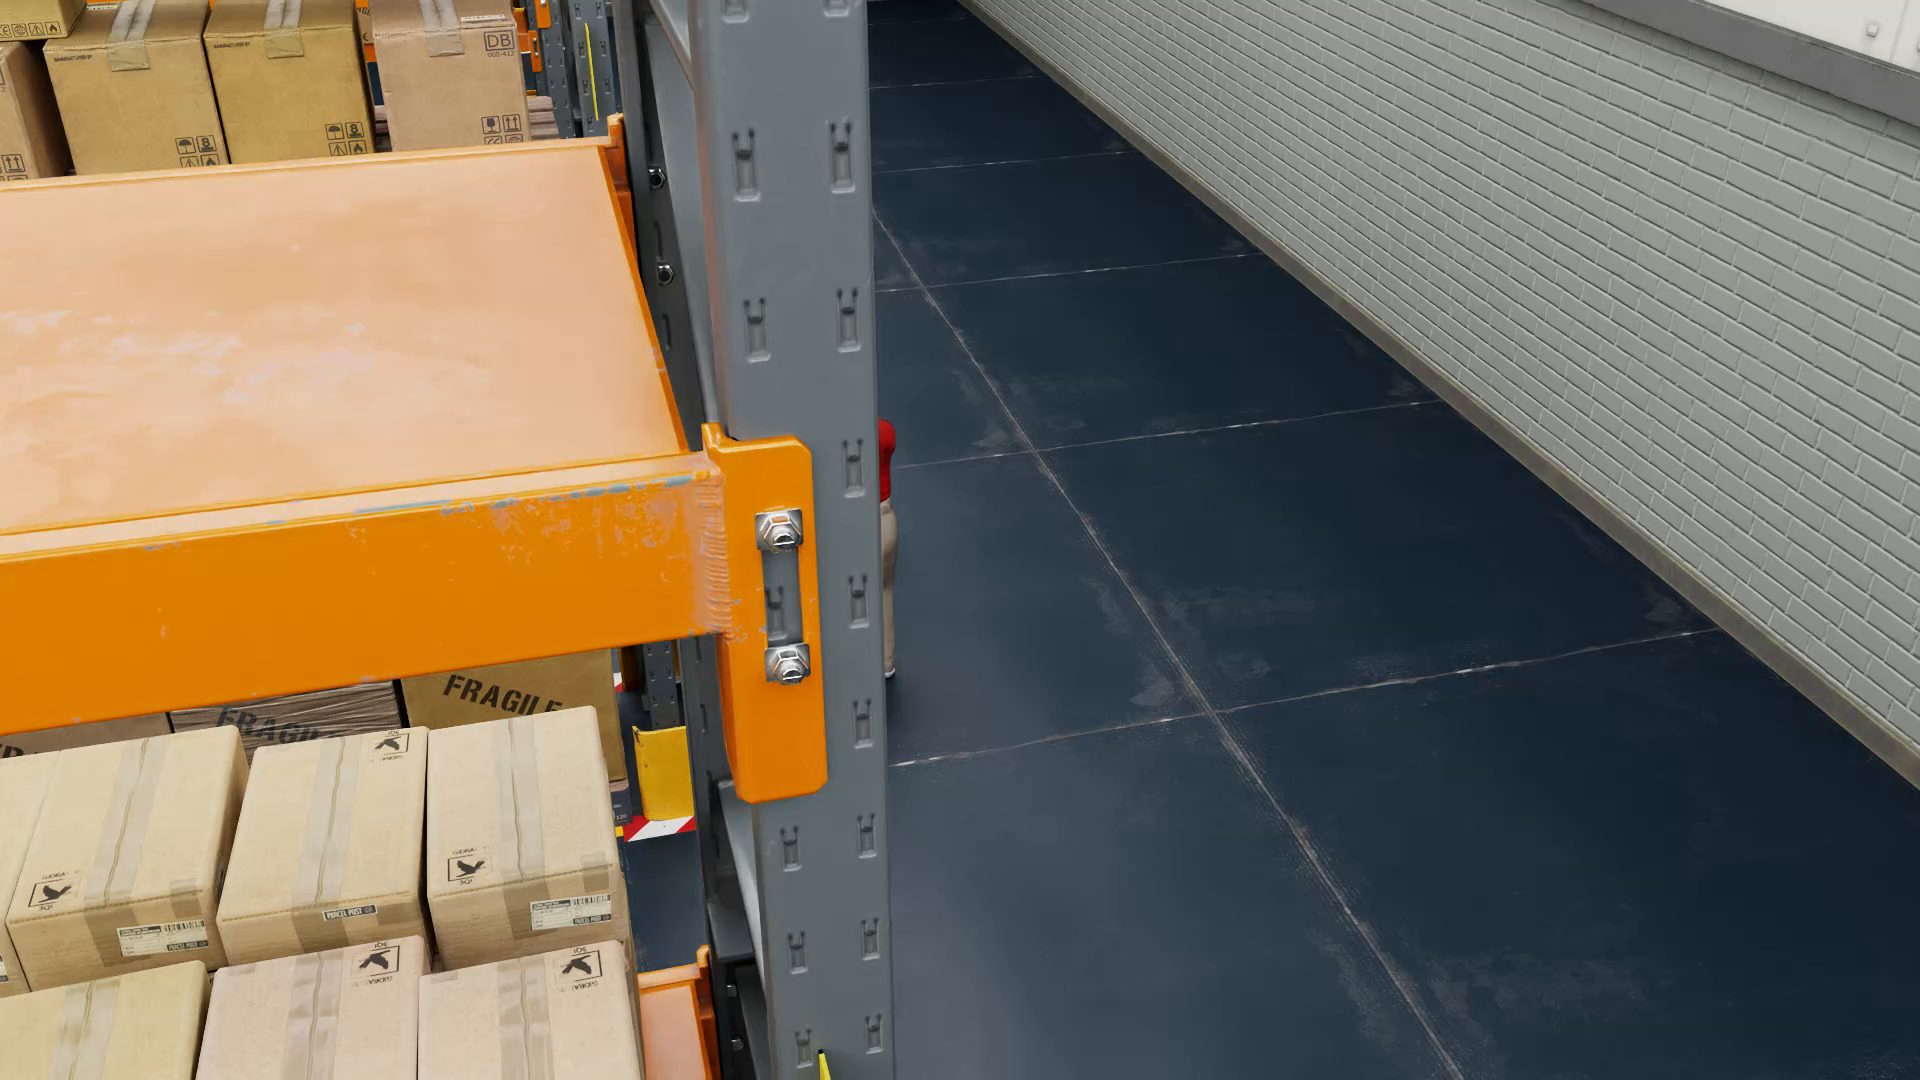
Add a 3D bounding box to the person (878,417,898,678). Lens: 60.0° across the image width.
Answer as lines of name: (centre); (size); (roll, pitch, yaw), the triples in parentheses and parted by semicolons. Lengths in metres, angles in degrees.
person: (-0.570, -0.074, 8.285); (0.489, 1.726, 0.554); (-12, 32, -20)
